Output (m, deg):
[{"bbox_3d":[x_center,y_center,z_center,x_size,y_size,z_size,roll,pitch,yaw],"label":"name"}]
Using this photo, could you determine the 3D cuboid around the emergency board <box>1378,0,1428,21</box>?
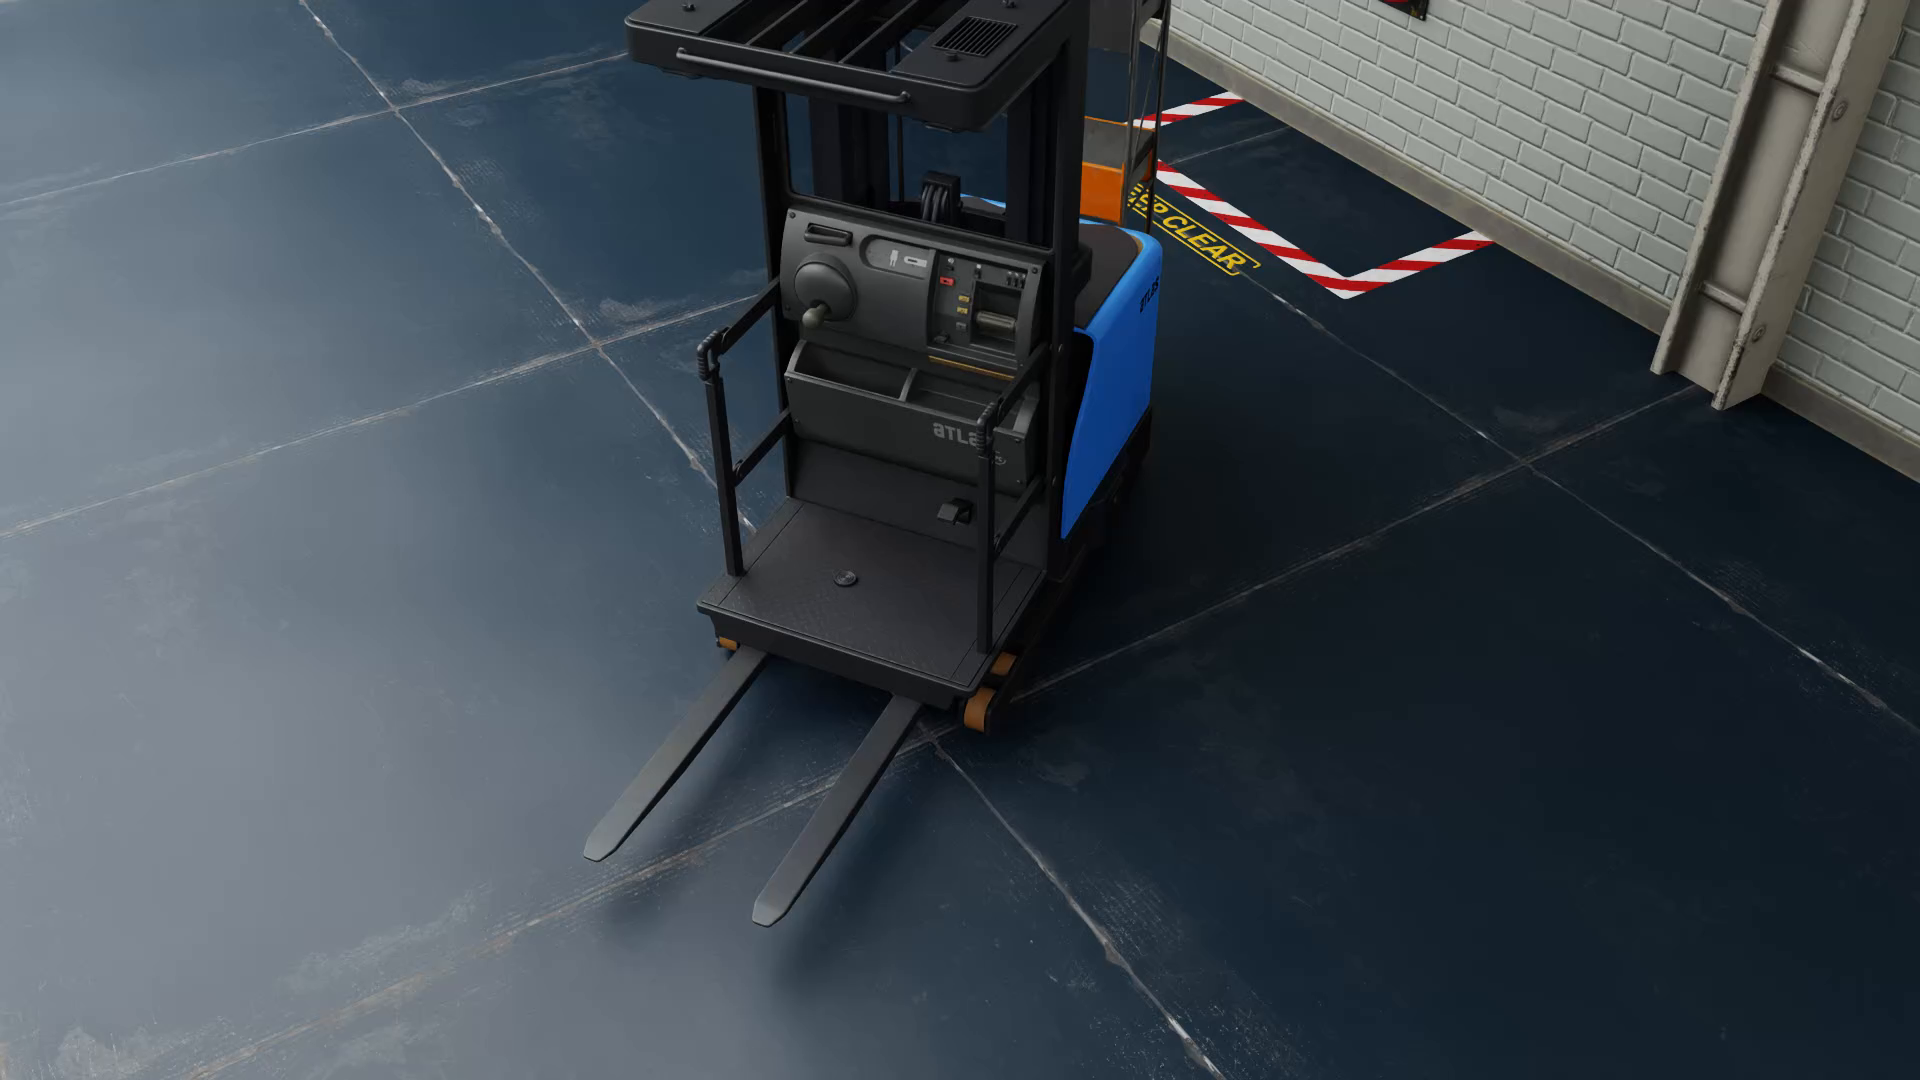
[{"bbox_3d":[2.131,-3.236,8.290,0.194,1.169,0.643,-22,45,-24],"label":"emergency board"}]

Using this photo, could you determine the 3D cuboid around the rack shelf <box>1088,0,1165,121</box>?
[{"bbox_3d":[0.508,-1.986,6.421,0.480,0.518,0.431,16,42,18],"label":"rack shelf"}]

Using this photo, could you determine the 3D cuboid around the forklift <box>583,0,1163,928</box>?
[{"bbox_3d":[-0.258,-0.760,5.372,1.130,2.935,3.031,16,42,18],"label":"forklift"}]

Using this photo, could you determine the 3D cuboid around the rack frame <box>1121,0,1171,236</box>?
[{"bbox_3d":[0.730,-1.394,6.783,0.015,2.100,0.400,16,42,18],"label":"rack frame"}]

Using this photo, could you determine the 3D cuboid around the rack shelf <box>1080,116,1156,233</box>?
[{"bbox_3d":[0.508,-1.448,6.869,0.480,0.518,0.431,16,42,18],"label":"rack shelf"}]

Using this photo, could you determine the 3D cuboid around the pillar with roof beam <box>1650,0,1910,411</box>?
[{"bbox_3d":[-0.202,-2.712,2.975,9.100,9.000,0.400,-22,45,-24],"label":"pillar with roof beam"}]

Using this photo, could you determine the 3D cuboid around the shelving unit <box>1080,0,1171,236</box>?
[{"bbox_3d":[0.508,-1.458,6.860,0.503,2.100,0.431,16,42,18],"label":"shelving unit"}]
